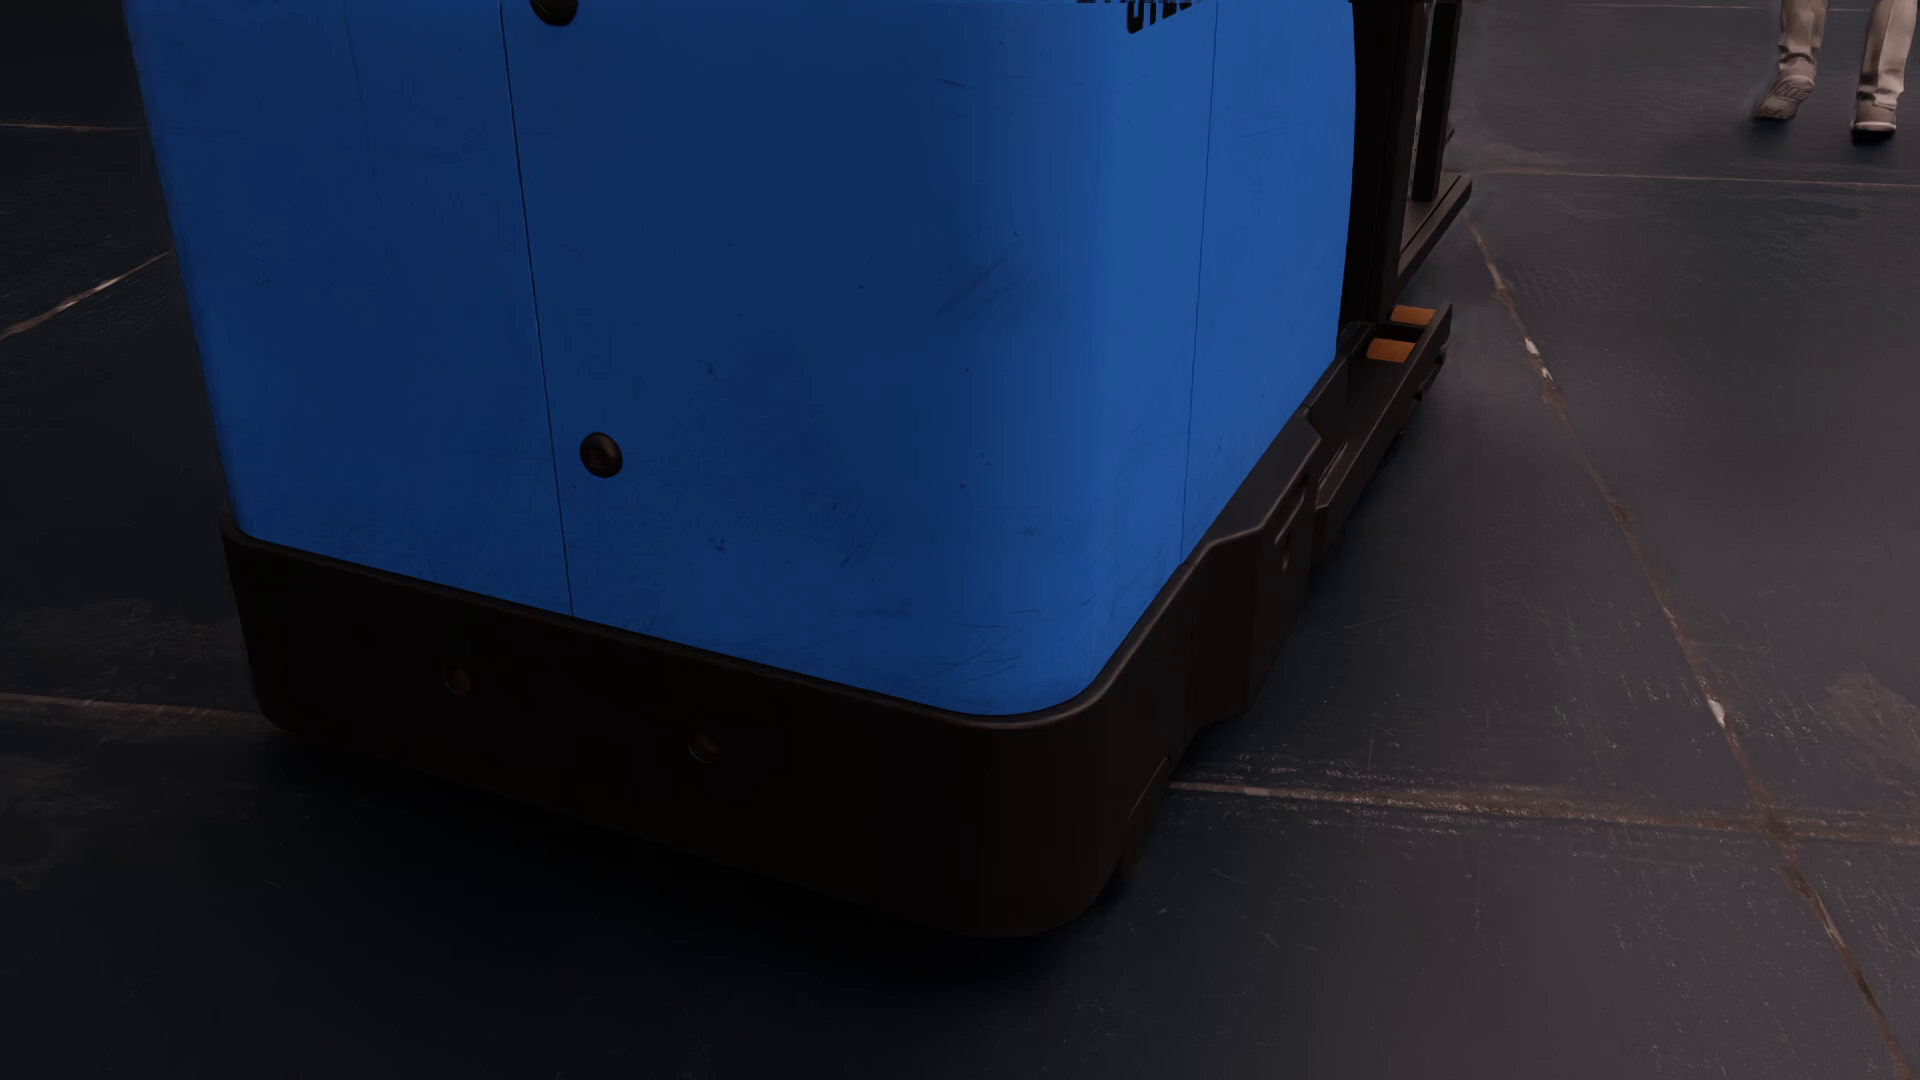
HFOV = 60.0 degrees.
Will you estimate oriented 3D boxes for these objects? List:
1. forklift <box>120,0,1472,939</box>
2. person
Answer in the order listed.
[{"bbox_3d":[0.245,-1.564,2.352,1.130,2.935,3.031,12,29,22],"label":"forklift"},{"bbox_3d":[2.583,-1.909,4.591,0.617,1.638,0.706,3,27,6],"label":"person"}]
